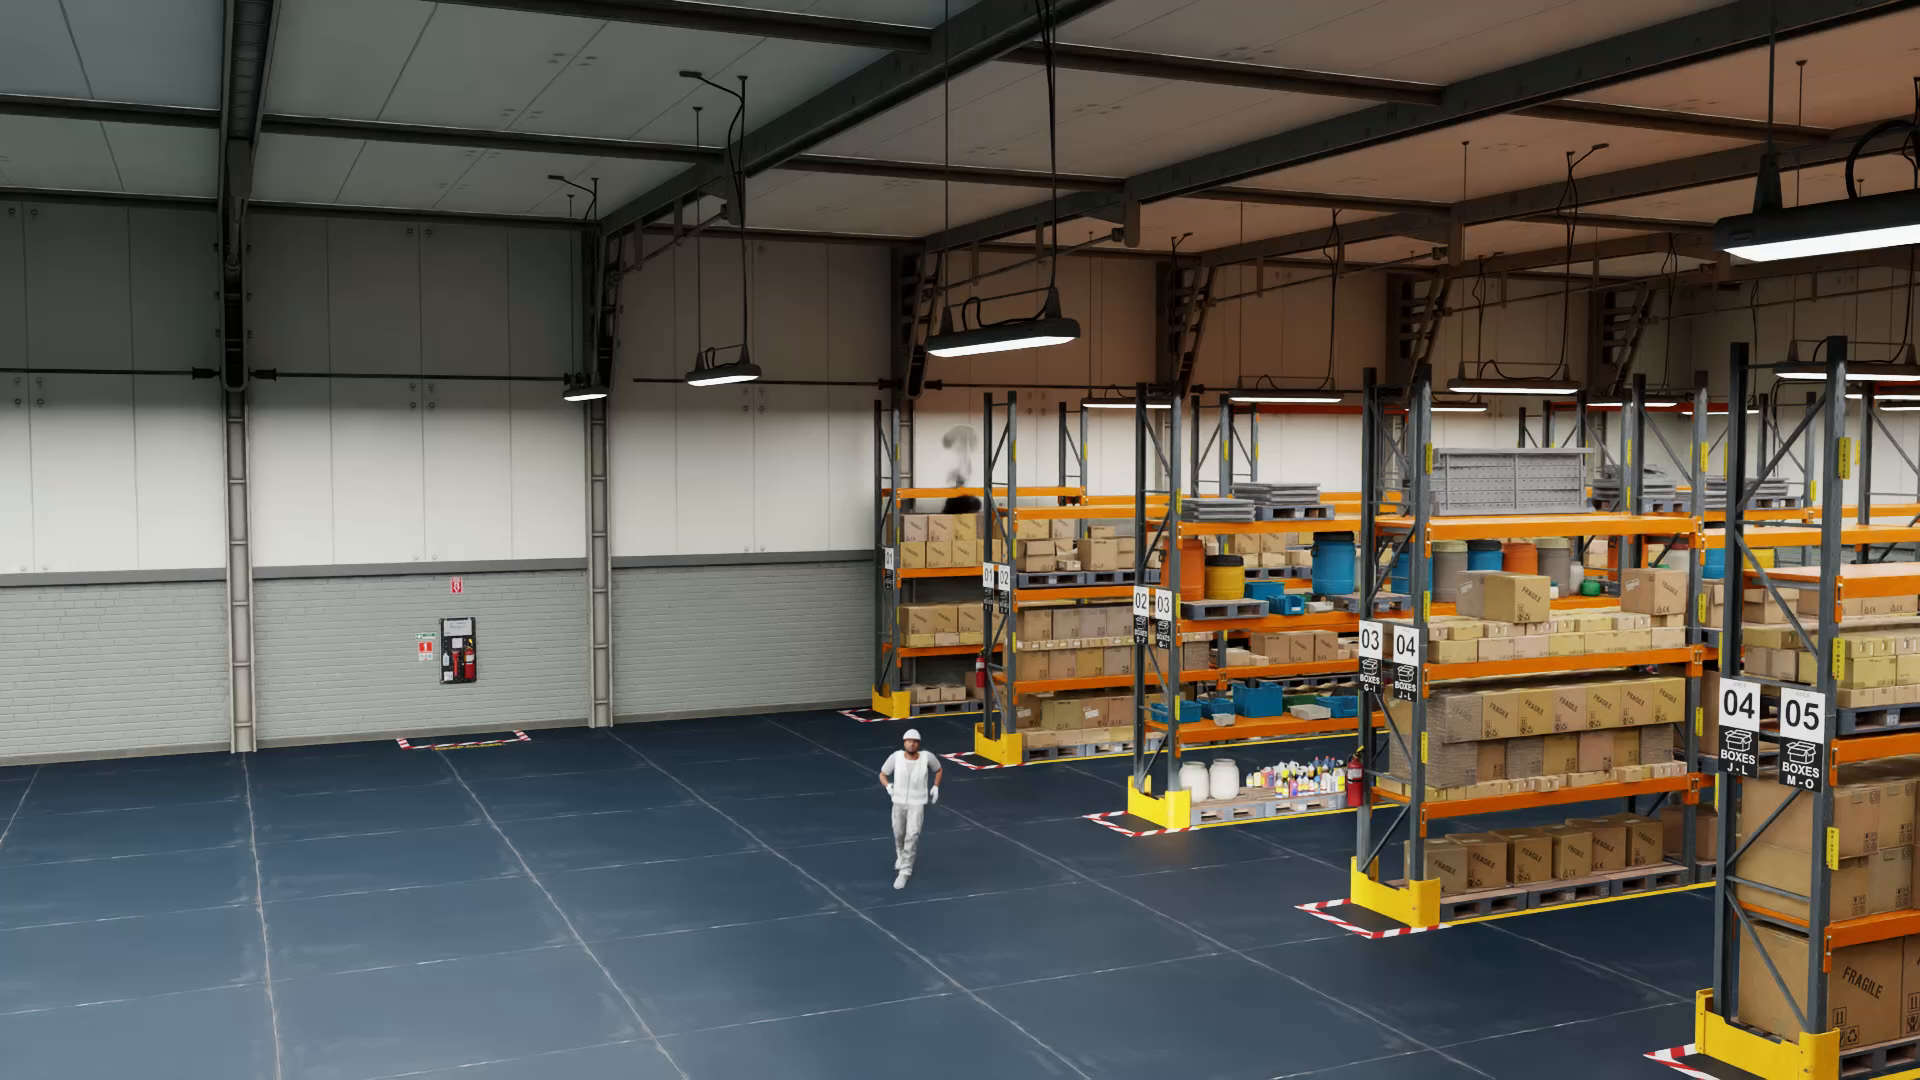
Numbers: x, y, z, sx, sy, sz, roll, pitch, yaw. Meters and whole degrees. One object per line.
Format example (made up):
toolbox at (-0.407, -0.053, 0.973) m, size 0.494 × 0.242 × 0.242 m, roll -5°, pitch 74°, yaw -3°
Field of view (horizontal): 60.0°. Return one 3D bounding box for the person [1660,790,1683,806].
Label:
person at (9.675, 3.026, 22.451) m, size 0.771 × 1.709 × 0.652 m, roll -2°, pitch 4°, yaw -25°

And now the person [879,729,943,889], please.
person at (-0.601, 3.122, 19.622) m, size 0.721 × 1.795 × 0.947 m, roll 1°, pitch 3°, yaw 9°
